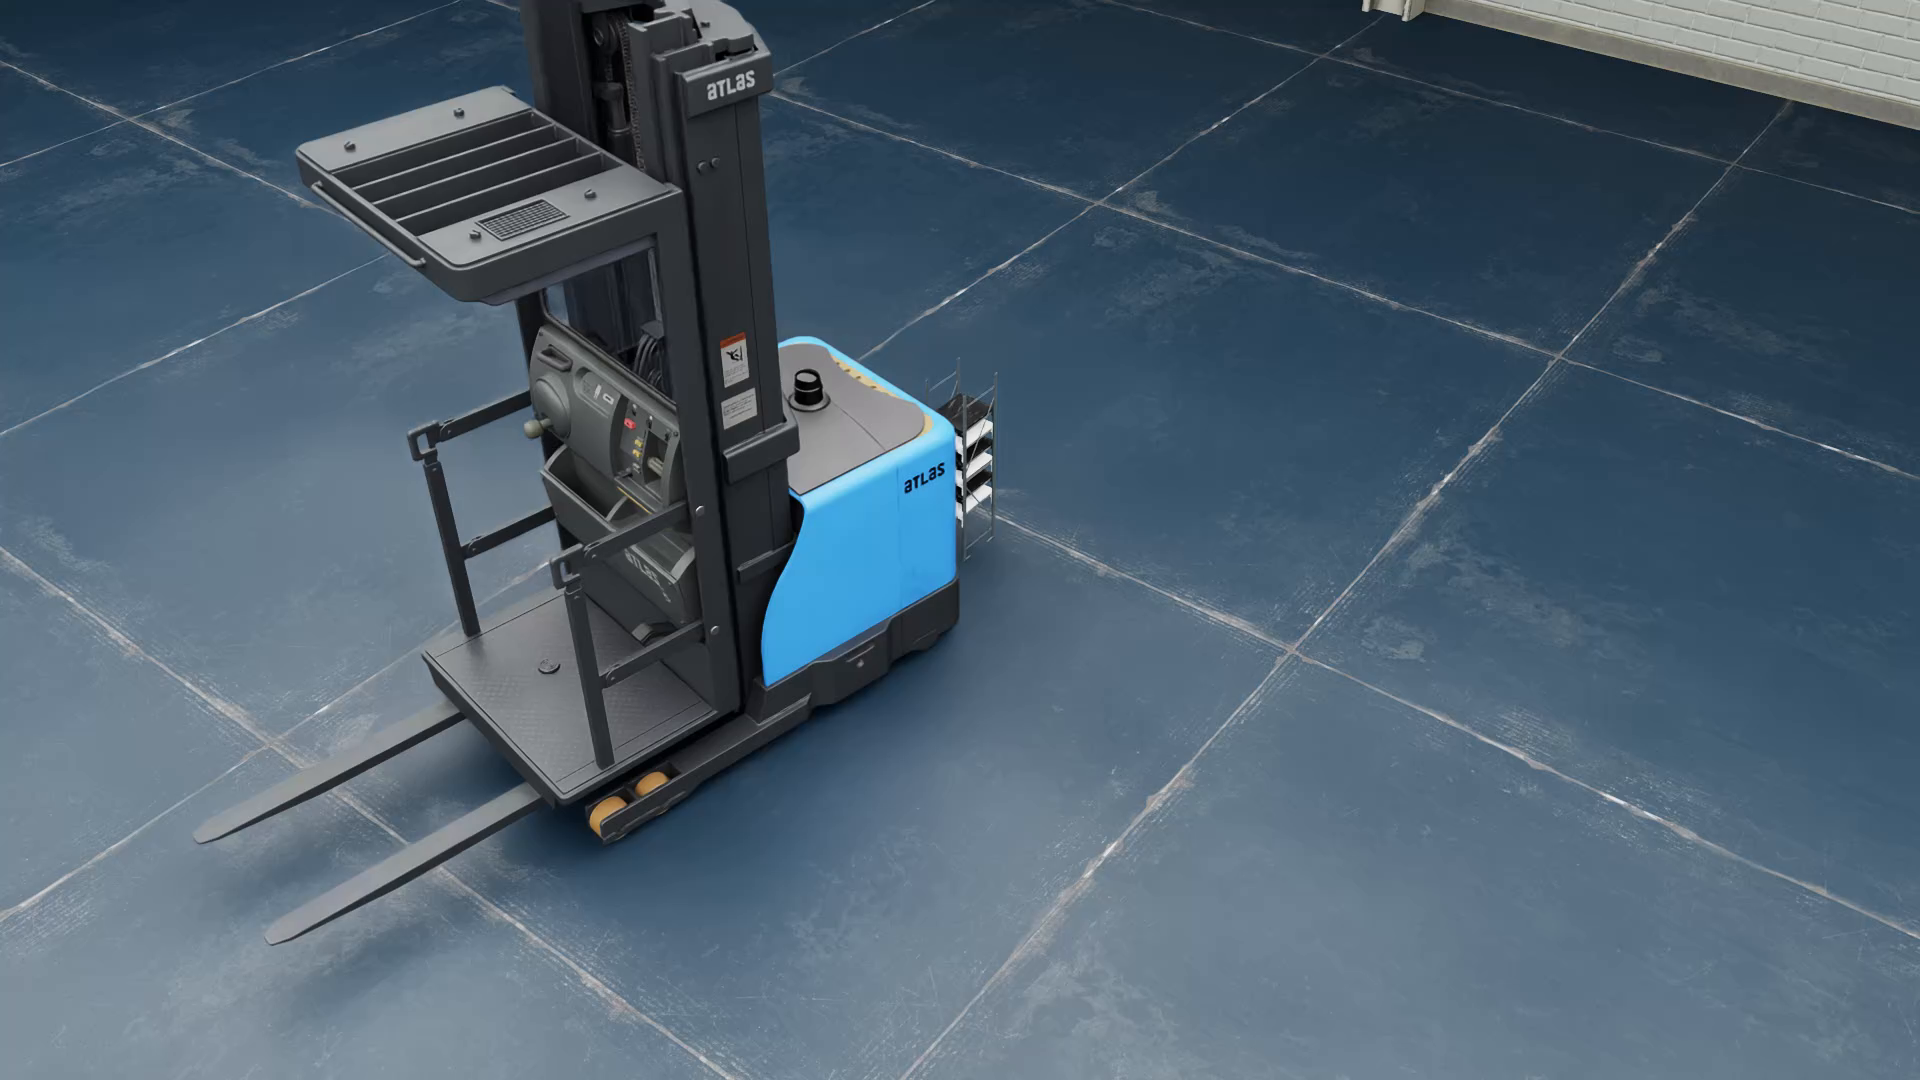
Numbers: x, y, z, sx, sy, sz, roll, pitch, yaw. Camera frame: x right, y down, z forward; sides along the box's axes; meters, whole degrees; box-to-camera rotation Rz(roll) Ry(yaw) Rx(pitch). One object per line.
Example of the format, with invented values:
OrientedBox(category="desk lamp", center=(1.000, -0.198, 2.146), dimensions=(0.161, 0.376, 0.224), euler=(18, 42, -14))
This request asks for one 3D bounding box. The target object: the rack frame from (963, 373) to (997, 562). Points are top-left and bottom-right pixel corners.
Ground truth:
OrientedBox(category="rack frame", center=(0.087, -0.313, 7.420), dimensions=(0.006, 0.900, 0.240), euler=(25, 45, 29))

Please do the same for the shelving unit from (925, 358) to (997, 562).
OrientedBox(category="shelving unit", center=(0.006, -0.351, 7.469), dimensions=(0.210, 0.900, 0.258), euler=(25, 45, 29))

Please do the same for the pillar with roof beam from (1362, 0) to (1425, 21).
OrientedBox(category="pillar with roof beam", center=(0.790, -5.600, 7.603), dimensions=(0.400, 9.000, 9.100), euler=(25, 45, 29))

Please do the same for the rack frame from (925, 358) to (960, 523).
OrientedBox(category="rack frame", center=(-0.074, -0.389, 7.517), dimensions=(0.006, 0.900, 0.240), euler=(25, 45, 29))

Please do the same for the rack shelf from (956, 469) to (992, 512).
OrientedBox(category="rack shelf", center=(0.006, -0.254, 7.545), dimensions=(0.200, 0.077, 0.258), euler=(25, 45, 29))

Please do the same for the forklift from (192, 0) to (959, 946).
OrientedBox(category="forklift", center=(-1.436, -0.382, 5.860), dimensions=(3.031, 2.935, 1.130), euler=(-29, 46, -32))

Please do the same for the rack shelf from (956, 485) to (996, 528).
OrientedBox(category="rack shelf", center=(0.006, -0.183, 7.600), dimensions=(0.200, 0.077, 0.258), euler=(25, 45, 29))

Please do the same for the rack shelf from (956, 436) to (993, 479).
OrientedBox(category="rack shelf", center=(0.006, -0.396, 7.434), dimensions=(0.200, 0.077, 0.258), euler=(25, 45, 29))

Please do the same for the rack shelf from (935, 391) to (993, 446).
OrientedBox(category="rack shelf", center=(0.006, -0.538, 7.323), dimensions=(0.200, 0.077, 0.258), euler=(25, 45, 29))

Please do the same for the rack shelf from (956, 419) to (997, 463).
OrientedBox(category="rack shelf", center=(0.006, -0.467, 7.378), dimensions=(0.200, 0.077, 0.258), euler=(25, 45, 29))

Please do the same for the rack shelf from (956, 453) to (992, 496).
OrientedBox(category="rack shelf", center=(0.006, -0.325, 7.489), dimensions=(0.200, 0.077, 0.258), euler=(25, 45, 29))
